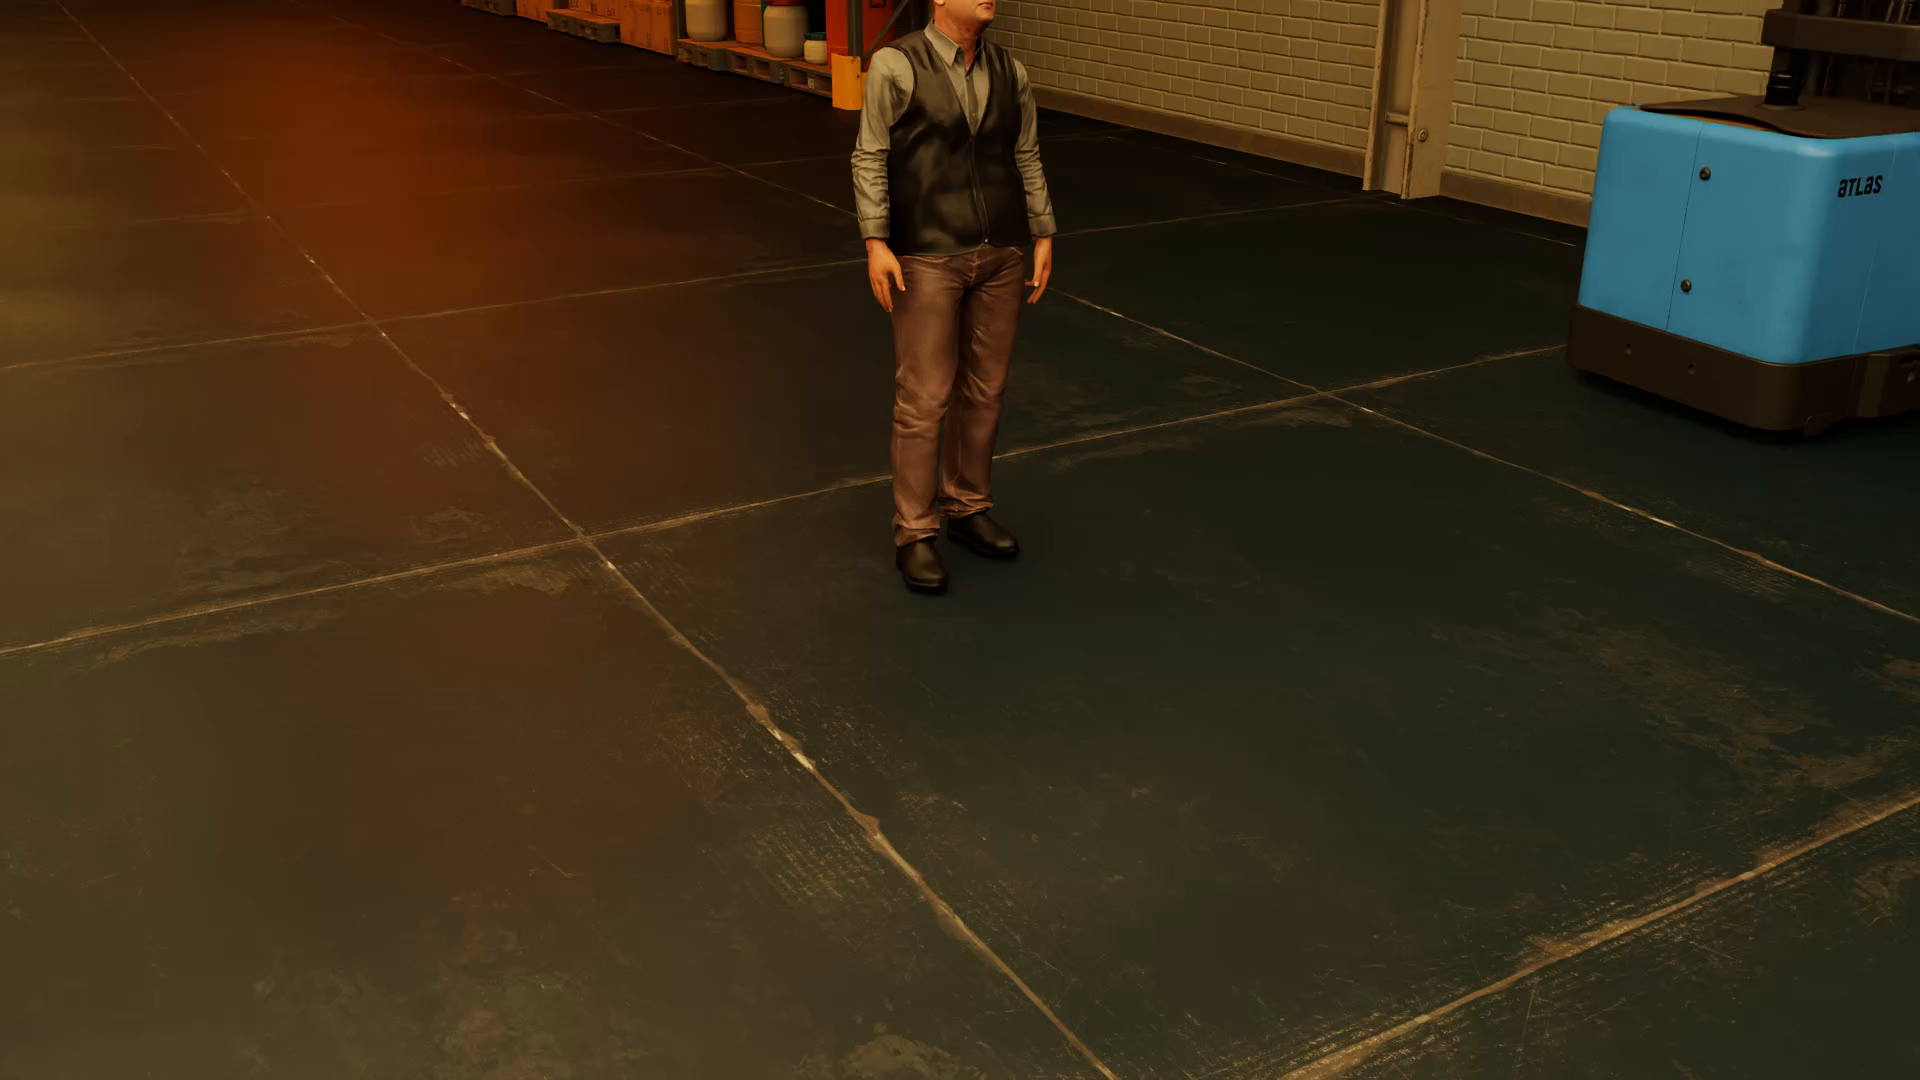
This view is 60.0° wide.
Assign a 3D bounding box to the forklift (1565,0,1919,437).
[{"bbox_3d":[3.997,-2.086,6.357,3.031,2.935,1.130,-10,24,-23],"label":"forklift"}]

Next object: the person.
[{"bbox_3d":[0.025,-0.781,4.751,0.633,1.722,0.566,-12,25,-28],"label":"person"}]
